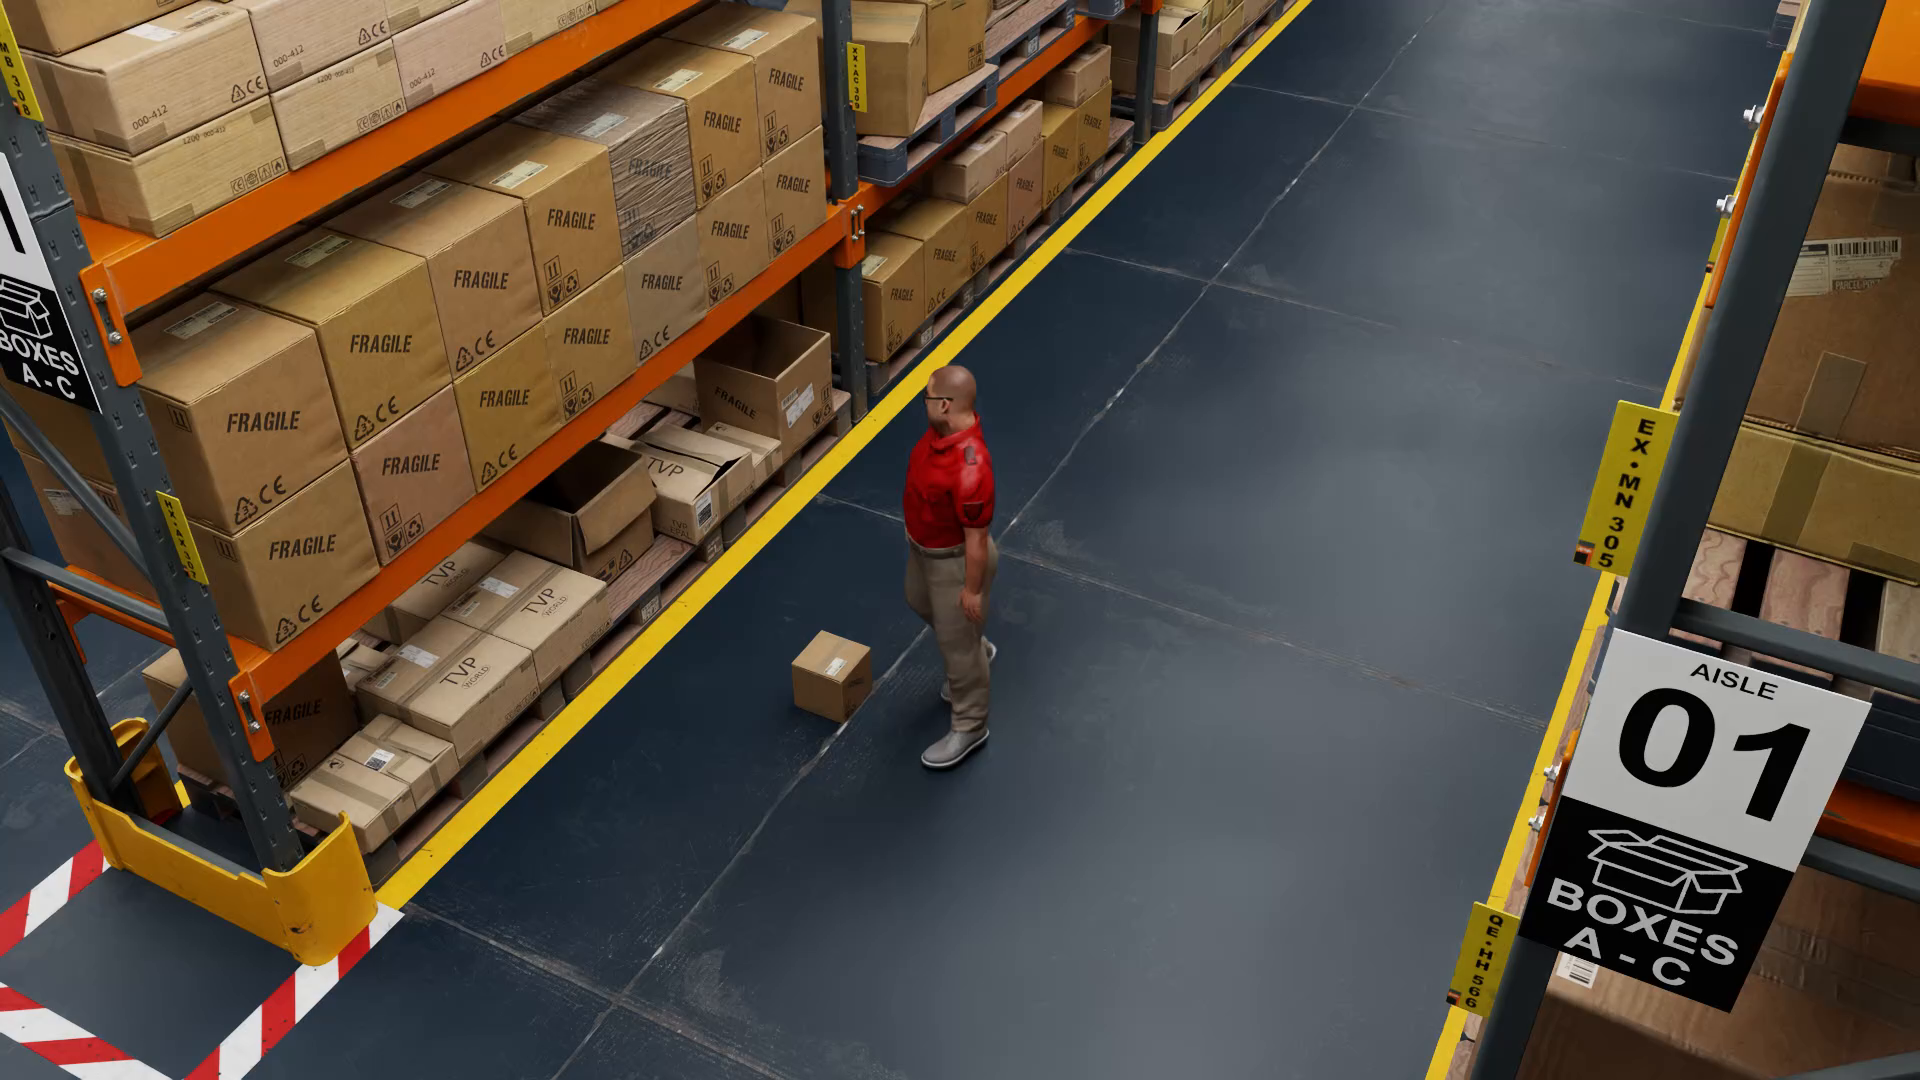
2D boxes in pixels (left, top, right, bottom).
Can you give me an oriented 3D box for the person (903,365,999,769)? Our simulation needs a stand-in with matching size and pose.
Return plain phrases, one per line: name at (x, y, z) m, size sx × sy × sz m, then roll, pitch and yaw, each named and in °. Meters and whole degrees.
person at (0.000, 0.075, 6.632) m, size 0.432 × 1.731 × 0.601 m, roll -8°, pitch 38°, yaw -10°
